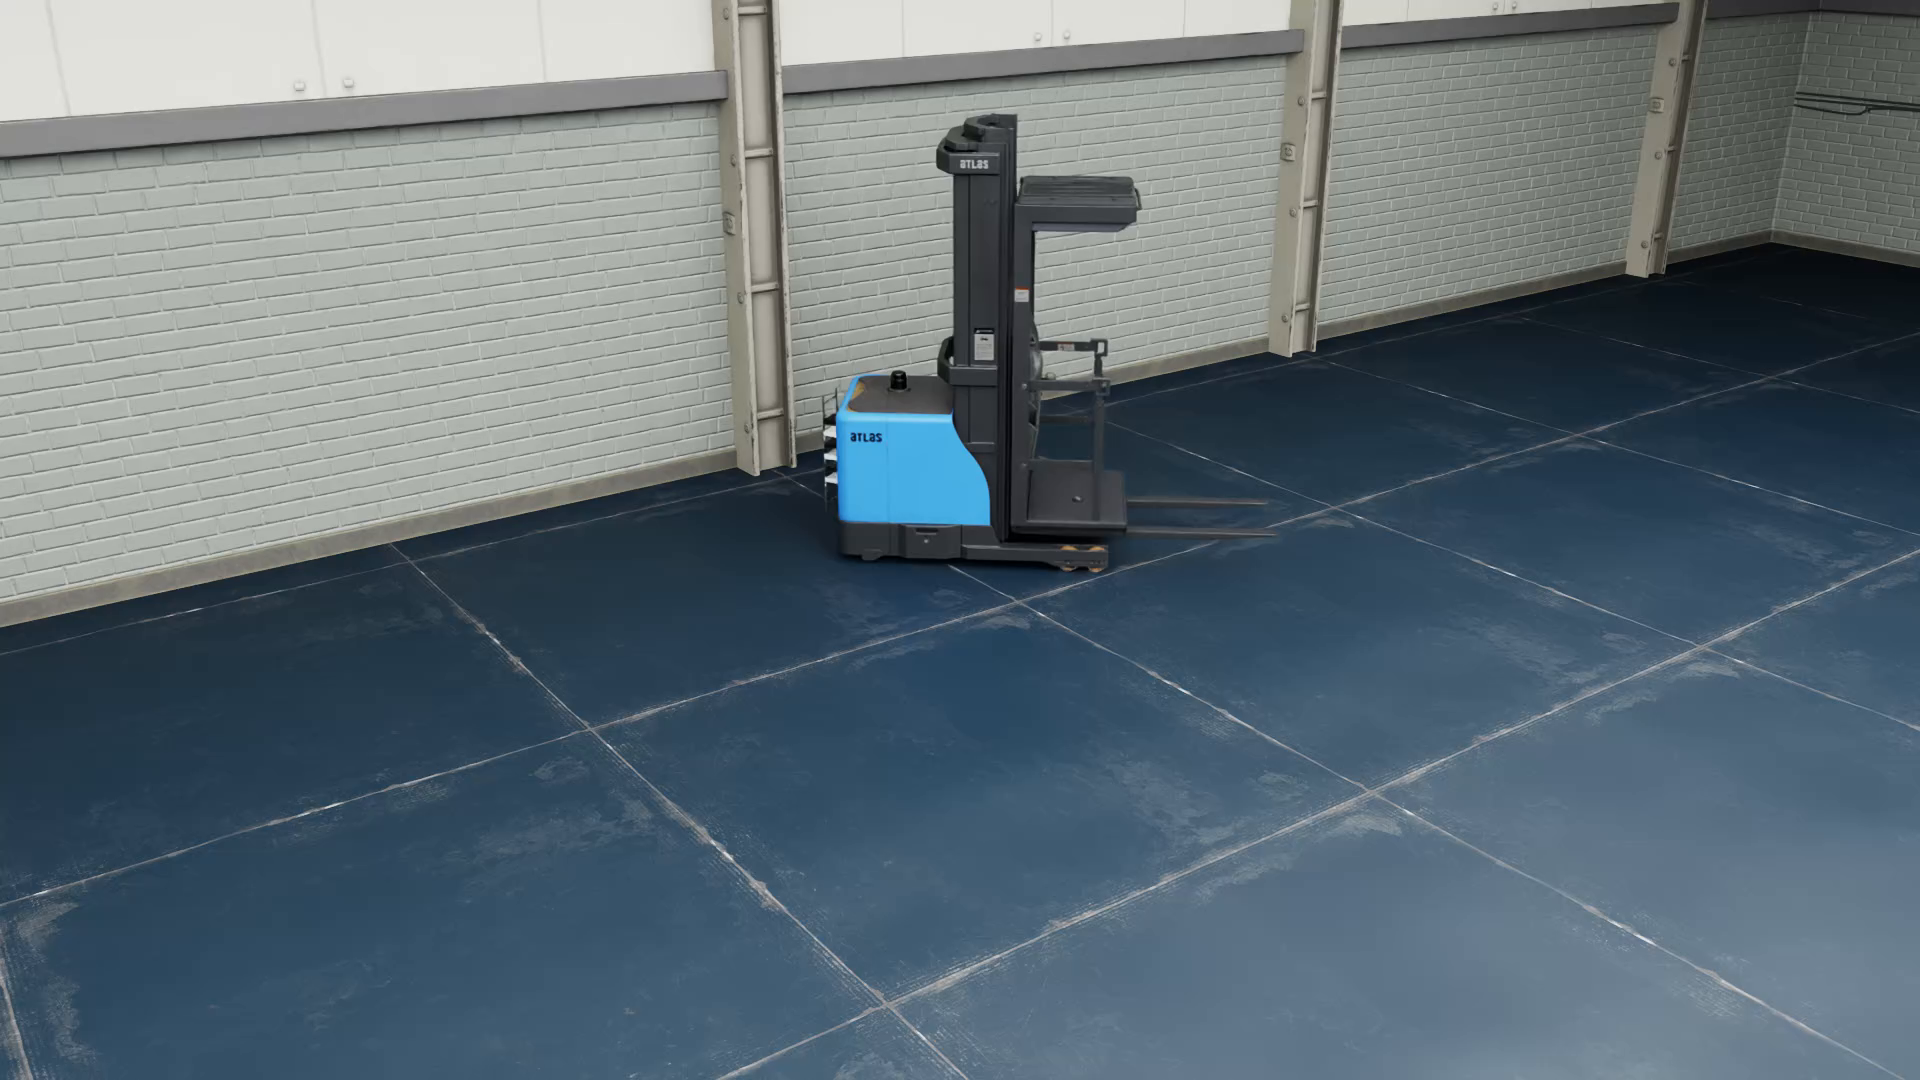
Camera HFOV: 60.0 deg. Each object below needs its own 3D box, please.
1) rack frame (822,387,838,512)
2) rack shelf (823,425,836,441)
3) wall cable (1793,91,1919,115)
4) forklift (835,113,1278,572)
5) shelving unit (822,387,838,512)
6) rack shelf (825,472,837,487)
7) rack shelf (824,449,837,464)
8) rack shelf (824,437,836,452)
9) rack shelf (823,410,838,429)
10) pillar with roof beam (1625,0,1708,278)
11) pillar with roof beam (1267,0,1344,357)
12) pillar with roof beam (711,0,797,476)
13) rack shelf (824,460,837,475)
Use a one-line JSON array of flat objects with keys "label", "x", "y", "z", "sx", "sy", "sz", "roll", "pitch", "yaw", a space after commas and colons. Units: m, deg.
[{"label": "rack frame", "x": -0.957, "y": -0.672, "z": 12.366, "sx": 0.006, "sy": 0.900, "sz": 0.240, "roll": 9, "pitch": 23, "yaw": 20}, {"label": "rack shelf", "x": -0.863, "y": -0.794, "z": 12.276, "sx": 0.200, "sy": 0.077, "sz": 0.258, "roll": 9, "pitch": 23, "yaw": 20}, {"label": "wall cable", "x": 11.346, "y": -6.168, "z": 19.403, "sx": 0.112, "sy": 2.526, "sz": 3.097, "roll": -15, "pitch": 26, "yaw": -33}, {"label": "forklift", "x": 0.689, "y": -1.350, "z": 11.326, "sx": 3.031, "sy": 2.935, "sz": 1.130, "roll": 1, "pitch": 22, "yaw": 4}, {"label": "shelving unit", "x": -0.862, "y": -0.658, "z": 12.330, "sx": 0.210, "sy": 0.900, "sz": 0.258, "roll": 9, "pitch": 23, "yaw": 20}, {"label": "rack shelf", "x": -0.862, "y": -0.460, "z": 12.409, "sx": 0.200, "sy": 0.077, "sz": 0.258, "roll": 9, "pitch": 23, "yaw": 20}, {"label": "rack shelf", "x": -0.862, "y": -0.627, "z": 12.342, "sx": 0.200, "sy": 0.077, "sz": 0.258, "roll": 9, "pitch": 23, "yaw": 20}, {"label": "rack shelf", "x": -0.862, "y": -0.710, "z": 12.309, "sx": 0.200, "sy": 0.077, "sz": 0.258, "roll": 9, "pitch": 23, "yaw": 20}, {"label": "rack shelf", "x": -0.863, "y": -0.878, "z": 12.242, "sx": 0.200, "sy": 0.077, "sz": 0.258, "roll": 9, "pitch": 23, "yaw": 20}, {"label": "pillar with roof beam", "x": 10.696, "y": -6.076, "z": 14.980, "sx": 0.400, "sy": 9.000, "sz": 9.100, "roll": -15, "pitch": 26, "yaw": -33}, {"label": "pillar with roof beam", "x": 5.826, "y": -4.777, "z": 11.726, "sx": 0.400, "sy": 9.000, "sz": 9.100, "roll": -15, "pitch": 26, "yaw": -33}, {"label": "pillar with roof beam", "x": 0.955, "y": -3.478, "z": 8.471, "sx": 0.400, "sy": 9.000, "sz": 9.100, "roll": -15, "pitch": 26, "yaw": -33}, {"label": "rack shelf", "x": -0.862, "y": -0.543, "z": 12.376, "sx": 0.200, "sy": 0.077, "sz": 0.258, "roll": 9, "pitch": 23, "yaw": 20}]
